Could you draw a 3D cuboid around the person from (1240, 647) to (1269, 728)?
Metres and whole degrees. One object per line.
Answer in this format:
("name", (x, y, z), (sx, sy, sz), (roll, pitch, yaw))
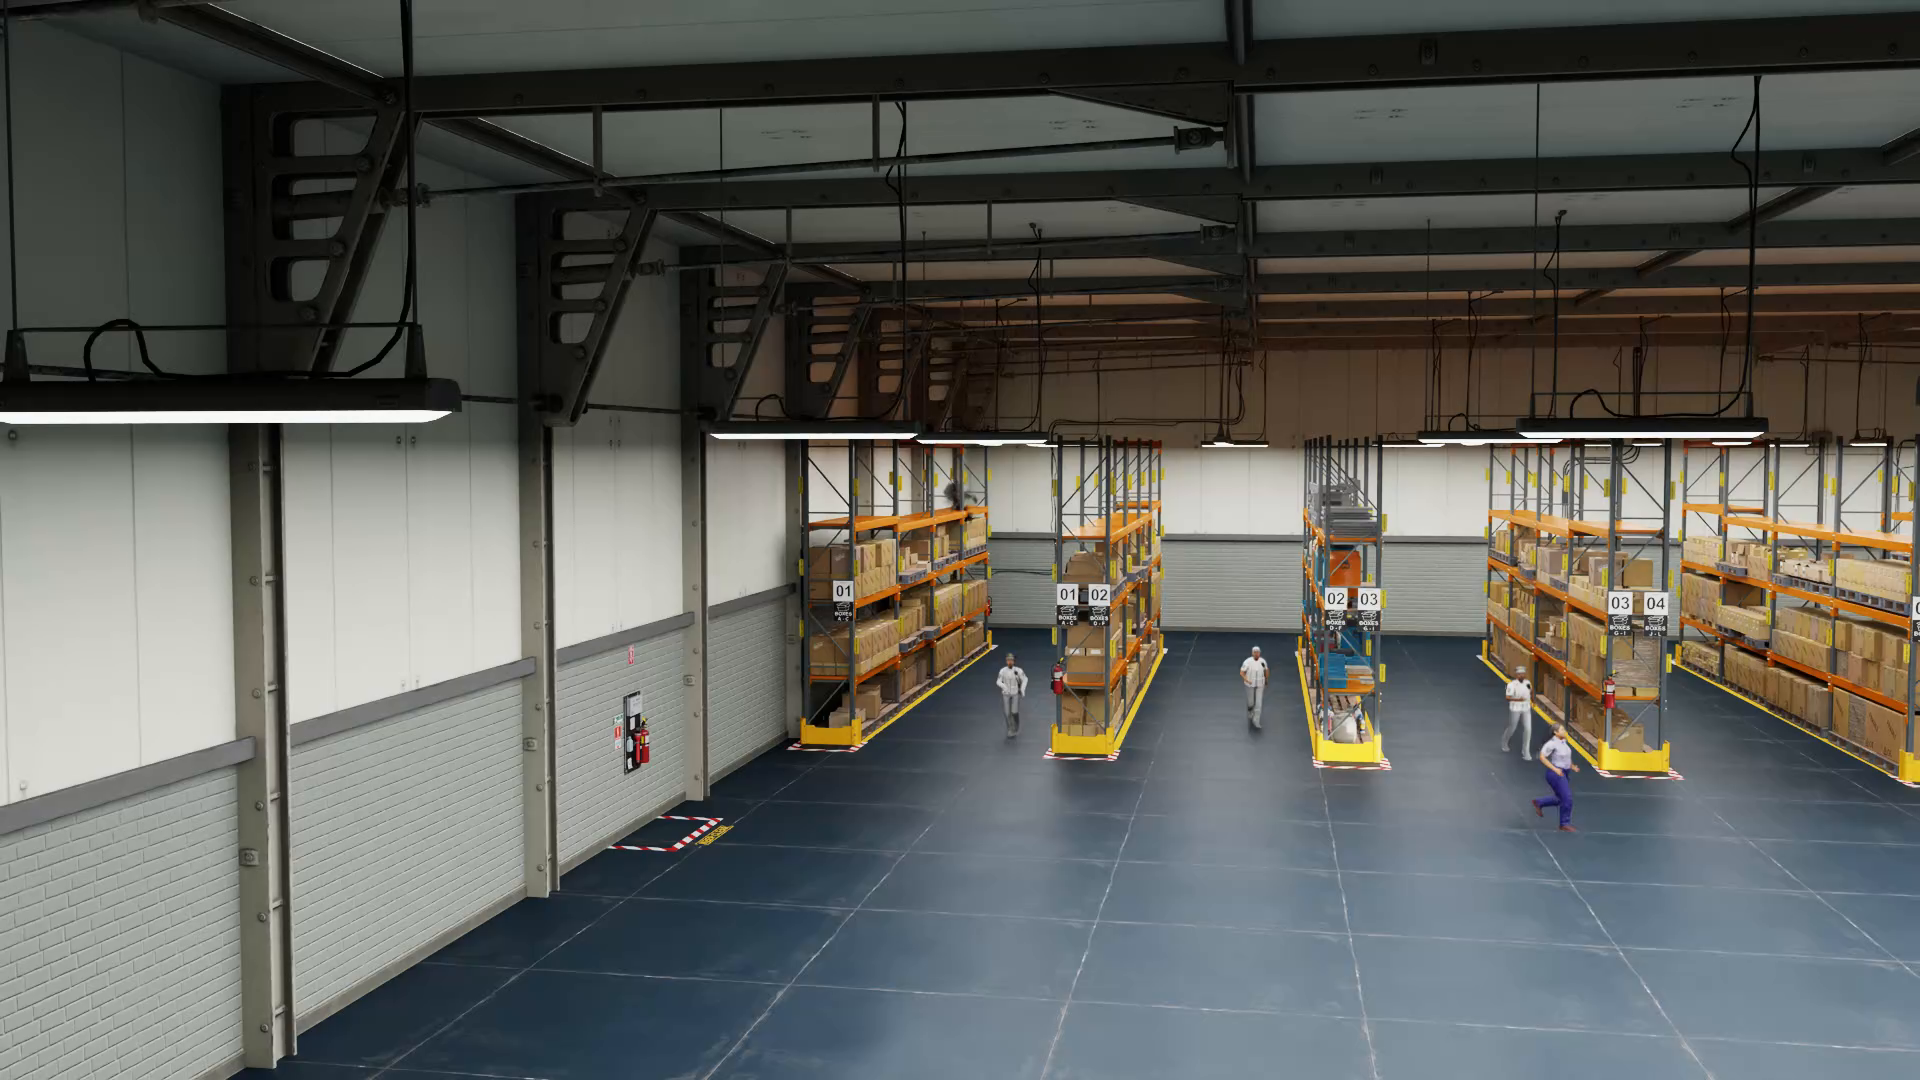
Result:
("person", (6.140, 3.041, 34.616), (0.611, 1.653, 0.765), (0, 3, 4))

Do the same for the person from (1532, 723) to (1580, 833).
("person", (8.980, 3.570, 25.112), (0.745, 1.631, 0.607), (2, 4, 39))

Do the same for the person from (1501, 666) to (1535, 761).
("person", (10.437, 3.198, 31.045), (0.586, 1.740, 0.902), (0, 3, 0))

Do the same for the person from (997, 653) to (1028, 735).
("person", (1.020, 3.091, 33.205), (0.597, 1.660, 0.567), (1, 3, 10))
